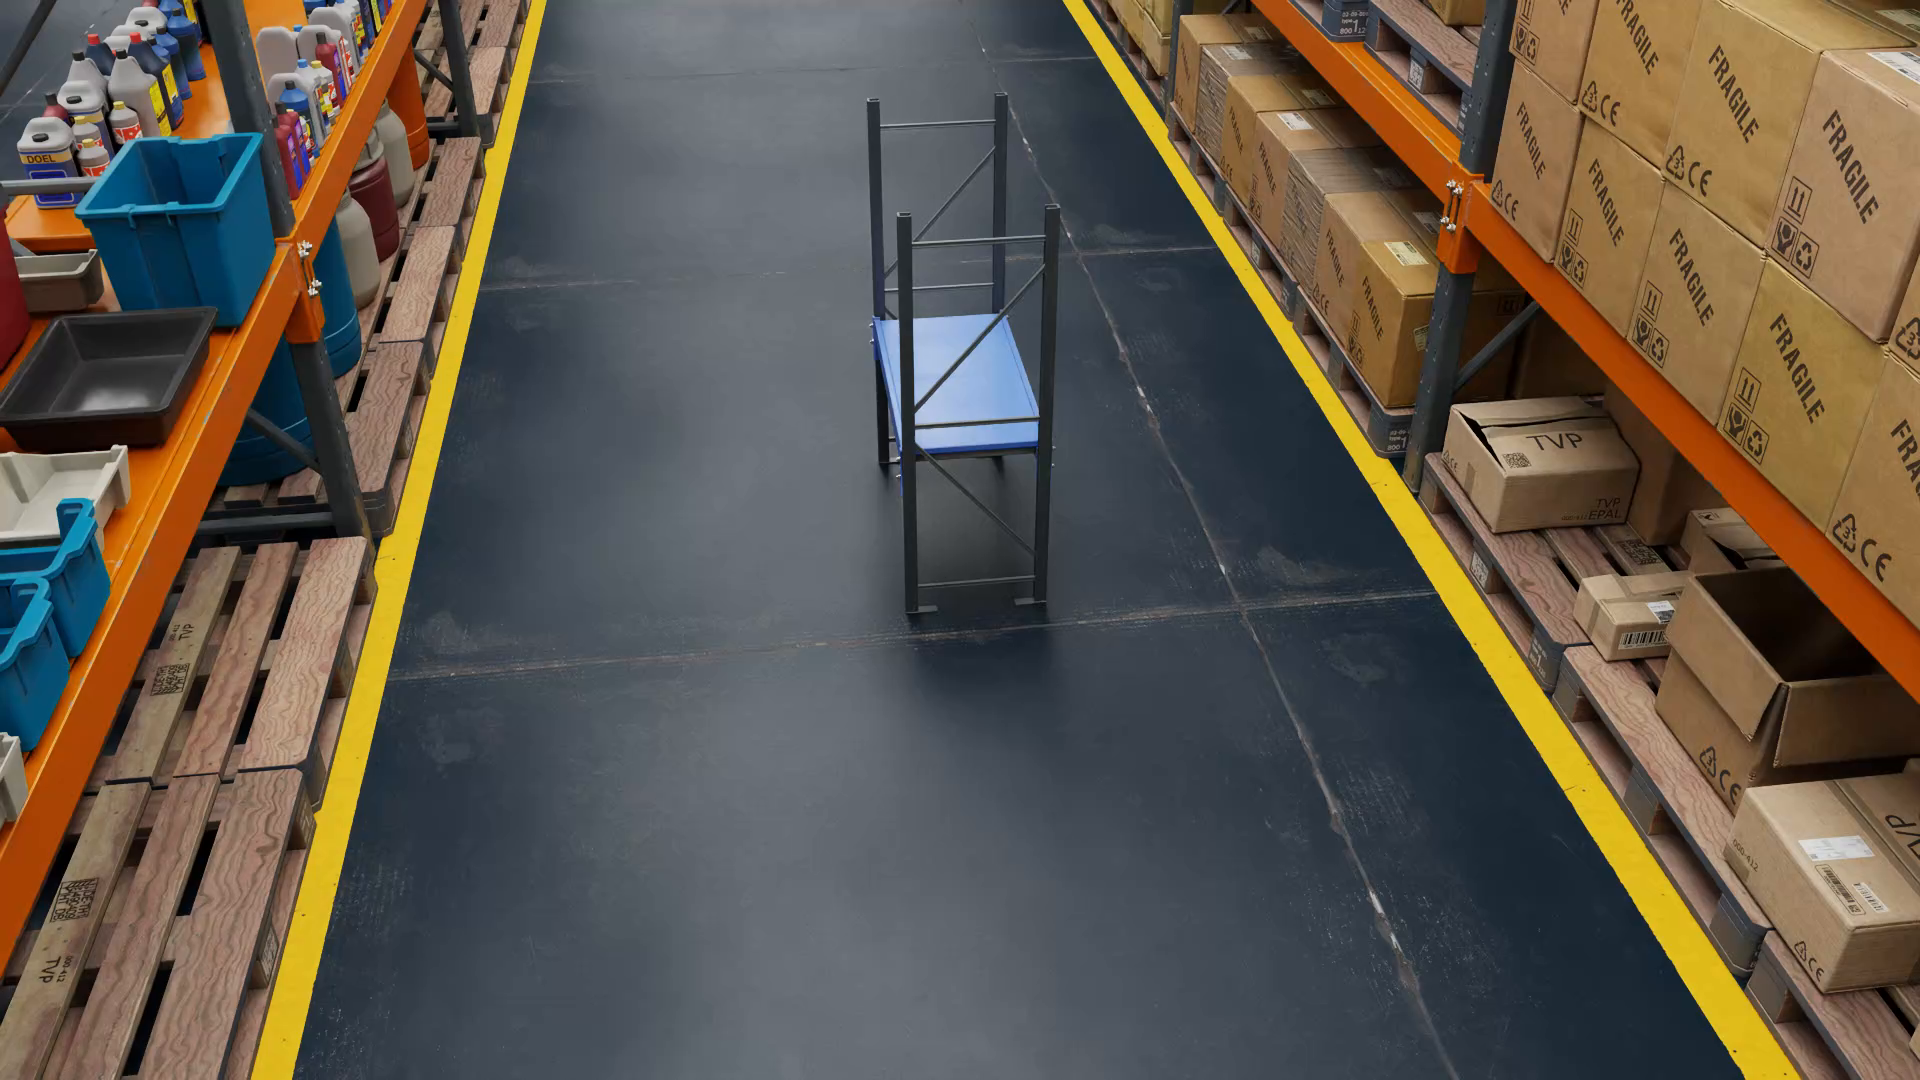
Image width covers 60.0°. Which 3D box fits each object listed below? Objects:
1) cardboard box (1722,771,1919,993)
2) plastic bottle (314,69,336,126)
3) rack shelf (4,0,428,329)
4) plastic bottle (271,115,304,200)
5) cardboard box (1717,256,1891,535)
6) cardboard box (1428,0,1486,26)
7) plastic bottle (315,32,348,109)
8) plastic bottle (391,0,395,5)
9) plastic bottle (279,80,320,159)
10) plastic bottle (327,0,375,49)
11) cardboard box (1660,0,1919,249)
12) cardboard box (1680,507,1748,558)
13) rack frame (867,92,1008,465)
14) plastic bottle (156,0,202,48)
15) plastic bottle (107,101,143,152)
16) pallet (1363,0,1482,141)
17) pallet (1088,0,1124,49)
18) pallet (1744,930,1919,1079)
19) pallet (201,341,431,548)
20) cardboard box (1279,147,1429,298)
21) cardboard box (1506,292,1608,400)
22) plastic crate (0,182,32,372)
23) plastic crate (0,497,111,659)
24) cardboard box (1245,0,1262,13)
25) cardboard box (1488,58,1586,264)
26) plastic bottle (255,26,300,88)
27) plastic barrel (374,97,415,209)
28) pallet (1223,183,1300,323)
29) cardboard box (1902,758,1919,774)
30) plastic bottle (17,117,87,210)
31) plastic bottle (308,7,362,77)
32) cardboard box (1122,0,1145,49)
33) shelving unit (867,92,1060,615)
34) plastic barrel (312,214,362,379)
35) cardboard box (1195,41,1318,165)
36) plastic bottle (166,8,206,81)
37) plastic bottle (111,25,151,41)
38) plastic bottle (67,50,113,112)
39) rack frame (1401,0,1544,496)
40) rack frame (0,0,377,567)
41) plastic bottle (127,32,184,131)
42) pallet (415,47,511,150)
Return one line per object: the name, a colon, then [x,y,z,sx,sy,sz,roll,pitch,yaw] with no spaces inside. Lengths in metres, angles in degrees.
cardboard box: [2.380,0.883,4.341,0.500,0.250,0.500,-4,35,-6]
plastic bottle: [-2.387,-1.643,6.174,0.097,0.201,0.097,0,34,0]
rack shelf: [-2.921,-1.932,7.060,1.077,0.370,4.000,-4,35,-6]
plastic bottle: [-2.278,-1.302,5.600,0.061,0.283,0.133,-4,35,-6]
cardboard box: [2.263,-0.374,4.046,0.500,0.500,0.500,-5,35,-7]
cardboard box: [2.260,-2.361,6.590,0.700,0.500,0.500,1,34,1]
plastic bottle: [-2.398,-1.797,6.328,0.061,0.283,0.133,-4,35,-6]
plastic bottle: [-2.592,-2.495,7.424,0.097,0.201,0.097,0,34,0]
plastic bottle: [-2.343,-1.489,5.885,0.097,0.271,0.097,0,34,0]
plastic bottle: [-2.536,-2.224,6.894,0.144,0.351,0.185,-4,35,-6]
cardboard box: [2.180,-1.082,4.197,0.500,0.500,0.500,-5,35,-8]
cardboard box: [2.725,0.011,5.711,0.380,0.149,0.250,-4,35,-6]
rack frame: [-0.080,-0.951,6.314,0.500,1.500,0.032,-4,35,-6]
plastic bottle: [-3.248,-2.196,6.852,0.144,0.351,0.185,-4,35,-6]
plastic bottle: [-2.953,-1.450,5.891,0.097,0.201,0.097,0,34,0]
pallet: [2.258,-1.861,6.488,1.003,0.211,1.213,-4,35,-6]
pallet: [1.486,-3.708,11.503,1.003,0.211,1.213,-4,35,-6]
pallet: [2.677,1.411,3.992,1.003,0.211,1.213,-4,35,-6]
pallet: [-2.714,-0.395,6.642,1.003,0.211,1.213,-4,35,-6]
cardboard box: [1.782,-1.445,7.536,0.500,0.500,0.500,-4,34,-6]
cardboard box: [2.434,-0.923,6.770,0.500,0.500,0.500,-6,35,-9]
plastic crate: [-2.780,-0.647,4.426,0.402,0.464,0.583,-4,35,-6]
plastic crate: [-2.038,0.098,3.537,0.416,0.233,0.300,-4,35,-6]
cardboard box: [1.940,-3.302,10.002,0.500,0.311,0.500,-3,34,-5]
cardboard box: [2.056,-1.222,5.291,0.500,0.500,0.500,-4,34,-5]
plastic bottle: [-2.612,-1.854,6.417,0.152,0.276,0.135,-4,35,-6]
plastic barrel: [-2.942,-1.911,8.226,0.421,0.512,0.421,0,34,0]
pallet: [1.943,-1.467,8.216,1.003,0.211,1.213,-4,35,-6]
cardboard box: [2.869,0.817,4.438,0.500,0.250,0.500,-4,35,-6]
plastic bottle: [-3.025,-1.257,5.542,0.152,0.276,0.135,-4,35,-6]
plastic bottle: [-2.492,-1.995,6.624,0.152,0.276,0.135,-4,35,-6]
cardboard box: [1.334,-3.318,10.524,0.500,0.250,0.500,-5,35,-7]
shelving unit: [-0.011,-0.667,5.897,0.538,1.500,1.048,-4,35,-6]
plastic barrel: [-2.803,-1.120,6.720,0.600,0.901,0.708,-4,35,-6]
cardboard box: [1.573,-2.300,8.790,0.500,0.500,0.500,-6,35,-8]
plastic bottle: [-3.070,-1.965,6.584,0.097,0.271,0.097,0,34,0]
plastic bottle: [-3.160,-1.818,6.364,0.152,0.276,0.135,-4,35,-6]
plastic bottle: [-3.100,-1.581,5.950,0.144,0.351,0.185,-4,35,-6]
rack frame: [2.257,-1.486,5.767,1.000,3.000,0.127,-4,35,-6]
rack frame: [-2.652,-1.113,5.220,1.000,3.000,0.127,-4,35,-6]
plastic bottle: [-2.982,-1.695,6.117,0.144,0.351,0.185,-4,35,-6]
pallet: [-3.255,-2.628,9.919,1.003,0.211,1.213,-4,35,-6]
